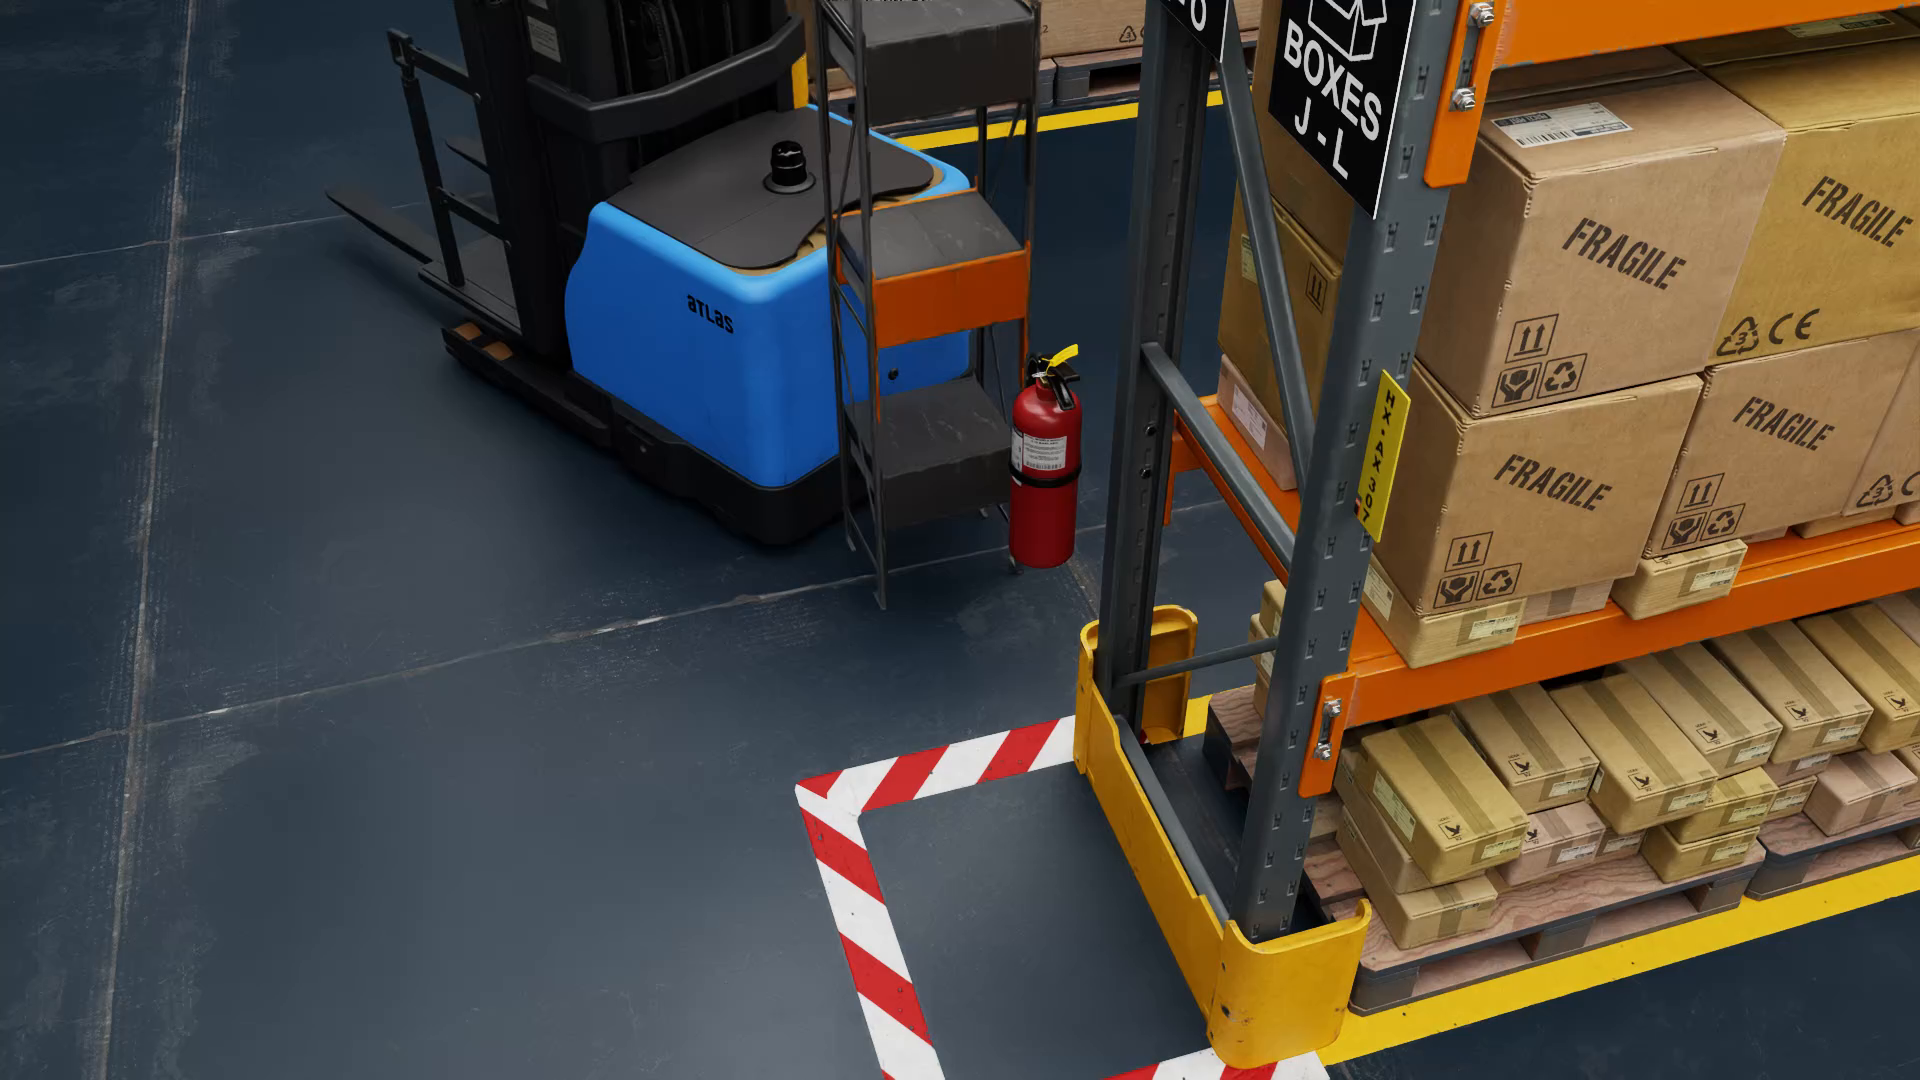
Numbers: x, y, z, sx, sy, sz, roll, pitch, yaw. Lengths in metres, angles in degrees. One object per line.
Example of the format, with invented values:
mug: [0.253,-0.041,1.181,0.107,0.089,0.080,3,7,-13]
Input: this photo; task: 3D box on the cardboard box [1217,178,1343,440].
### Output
cardboard box: [0.941,-0.562,3.811,0.500,0.500,0.500,-11,42,-12]

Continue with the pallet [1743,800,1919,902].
pallet: [2.609,0.496,5.022,1.213,0.211,1.003,-12,42,-13]

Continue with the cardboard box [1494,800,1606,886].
cardboard box: [1.445,0.680,4.313,0.250,0.149,0.380,-12,43,-13]

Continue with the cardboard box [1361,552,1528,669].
cardboard box: [0.997,0.074,3.576,0.250,0.149,0.380,-12,43,-13]

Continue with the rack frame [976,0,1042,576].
rack frame: [0.132,-0.795,5.064,0.015,2.100,0.400,-14,43,-16]

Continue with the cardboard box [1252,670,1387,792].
cardboard box: [1.029,0.518,4.724,0.250,0.149,0.380,-11,42,-12]

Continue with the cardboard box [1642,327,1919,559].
cardboard box: [1.604,-0.349,3.567,0.500,0.500,0.500,-12,42,-13]

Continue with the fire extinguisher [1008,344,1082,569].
fire extinguisher: [0.211,-0.232,4.078,0.183,0.674,0.296,-12,42,-13]

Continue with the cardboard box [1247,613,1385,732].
cardboard box: [1.007,0.358,4.682,0.250,0.149,0.380,-13,43,-14]

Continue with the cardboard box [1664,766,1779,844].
cardboard box: [1.929,0.594,4.412,0.250,0.149,0.380,-10,42,-12]

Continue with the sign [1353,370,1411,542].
sign: [0.753,-0.148,2.981,0.005,0.325,0.100,-12,42,-13]

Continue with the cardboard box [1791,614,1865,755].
cardboard box: [2.400,0.402,4.632,0.250,0.149,0.380,-10,42,-11]

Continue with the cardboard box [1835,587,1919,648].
cardboard box: [2.652,0.257,4.572,0.250,0.149,0.380,-12,42,-13]

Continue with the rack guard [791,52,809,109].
rack guard: [-1.017,-2.302,8.005,0.348,0.500,1.175,-12,42,-13]

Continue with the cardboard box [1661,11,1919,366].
cardboard box: [1.577,-0.714,3.226,0.500,0.500,0.500,-11,42,-12]

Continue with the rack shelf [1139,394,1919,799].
rack shelf: [2.497,-0.286,4.345,4.000,0.370,1.077,-12,42,-13]

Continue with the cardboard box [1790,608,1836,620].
cardboard box: [2.508,0.215,5.072,0.250,0.149,0.380,-11,42,-12]

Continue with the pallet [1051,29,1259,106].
pallet: [0.907,-2.644,8.616,1.213,0.211,1.003,-12,42,-13]

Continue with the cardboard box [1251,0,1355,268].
cardboard box: [0.951,-0.935,3.478,0.500,0.500,0.500,-13,43,-14]

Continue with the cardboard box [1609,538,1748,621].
cardboard box: [1.500,-0.022,3.686,0.250,0.149,0.380,-13,43,-14]

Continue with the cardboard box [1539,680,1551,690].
cardboard box: [1.522,0.406,4.853,0.250,0.149,0.380,-12,43,-13]

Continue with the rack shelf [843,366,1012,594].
rack shelf: [-0.095,-0.200,5.468,0.480,0.518,0.431,-14,43,-16]

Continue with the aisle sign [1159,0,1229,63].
aisle sign: [0.430,-1.315,2.999,0.004,0.787,0.394,-12,42,-13]

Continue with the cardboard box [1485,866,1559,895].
cardboard box: [1.411,0.748,4.462,0.250,0.149,0.380,-12,43,-13]

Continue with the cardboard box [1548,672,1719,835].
cardboard box: [1.697,0.540,4.248,0.250,0.149,0.380,-12,43,-13]

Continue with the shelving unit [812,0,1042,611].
shelving unit: [-0.095,-0.737,4.998,0.503,2.100,0.431,-14,43,-16]

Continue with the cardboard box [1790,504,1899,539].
cardboard box: [1.972,-0.197,3.887,0.250,0.149,0.380,-12,43,-13]

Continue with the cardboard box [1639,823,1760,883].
cardboard box: [1.922,0.712,4.502,0.250,0.149,0.380,-11,42,-13]

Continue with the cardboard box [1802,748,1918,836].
cardboard box: [2.401,0.608,4.622,0.250,0.149,0.380,-14,43,-15]

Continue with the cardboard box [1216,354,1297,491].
cardboard box: [0.816,-0.309,4.015,0.250,0.149,0.380,-12,42,-13]

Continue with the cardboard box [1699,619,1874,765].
cardboard box: [2.176,0.390,4.420,0.250,0.149,0.380,-10,42,-11]

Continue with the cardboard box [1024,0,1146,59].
cardboard box: [0.476,-2.821,8.327,0.875,0.438,0.875,-11,42,-12]

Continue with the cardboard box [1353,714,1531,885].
cardboard box: [1.191,0.639,4.134,0.250,0.149,0.380,-14,43,-15]

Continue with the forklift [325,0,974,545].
forklift: [-1.380,-1.929,5.730,3.031,2.935,1.130,31,50,30]
